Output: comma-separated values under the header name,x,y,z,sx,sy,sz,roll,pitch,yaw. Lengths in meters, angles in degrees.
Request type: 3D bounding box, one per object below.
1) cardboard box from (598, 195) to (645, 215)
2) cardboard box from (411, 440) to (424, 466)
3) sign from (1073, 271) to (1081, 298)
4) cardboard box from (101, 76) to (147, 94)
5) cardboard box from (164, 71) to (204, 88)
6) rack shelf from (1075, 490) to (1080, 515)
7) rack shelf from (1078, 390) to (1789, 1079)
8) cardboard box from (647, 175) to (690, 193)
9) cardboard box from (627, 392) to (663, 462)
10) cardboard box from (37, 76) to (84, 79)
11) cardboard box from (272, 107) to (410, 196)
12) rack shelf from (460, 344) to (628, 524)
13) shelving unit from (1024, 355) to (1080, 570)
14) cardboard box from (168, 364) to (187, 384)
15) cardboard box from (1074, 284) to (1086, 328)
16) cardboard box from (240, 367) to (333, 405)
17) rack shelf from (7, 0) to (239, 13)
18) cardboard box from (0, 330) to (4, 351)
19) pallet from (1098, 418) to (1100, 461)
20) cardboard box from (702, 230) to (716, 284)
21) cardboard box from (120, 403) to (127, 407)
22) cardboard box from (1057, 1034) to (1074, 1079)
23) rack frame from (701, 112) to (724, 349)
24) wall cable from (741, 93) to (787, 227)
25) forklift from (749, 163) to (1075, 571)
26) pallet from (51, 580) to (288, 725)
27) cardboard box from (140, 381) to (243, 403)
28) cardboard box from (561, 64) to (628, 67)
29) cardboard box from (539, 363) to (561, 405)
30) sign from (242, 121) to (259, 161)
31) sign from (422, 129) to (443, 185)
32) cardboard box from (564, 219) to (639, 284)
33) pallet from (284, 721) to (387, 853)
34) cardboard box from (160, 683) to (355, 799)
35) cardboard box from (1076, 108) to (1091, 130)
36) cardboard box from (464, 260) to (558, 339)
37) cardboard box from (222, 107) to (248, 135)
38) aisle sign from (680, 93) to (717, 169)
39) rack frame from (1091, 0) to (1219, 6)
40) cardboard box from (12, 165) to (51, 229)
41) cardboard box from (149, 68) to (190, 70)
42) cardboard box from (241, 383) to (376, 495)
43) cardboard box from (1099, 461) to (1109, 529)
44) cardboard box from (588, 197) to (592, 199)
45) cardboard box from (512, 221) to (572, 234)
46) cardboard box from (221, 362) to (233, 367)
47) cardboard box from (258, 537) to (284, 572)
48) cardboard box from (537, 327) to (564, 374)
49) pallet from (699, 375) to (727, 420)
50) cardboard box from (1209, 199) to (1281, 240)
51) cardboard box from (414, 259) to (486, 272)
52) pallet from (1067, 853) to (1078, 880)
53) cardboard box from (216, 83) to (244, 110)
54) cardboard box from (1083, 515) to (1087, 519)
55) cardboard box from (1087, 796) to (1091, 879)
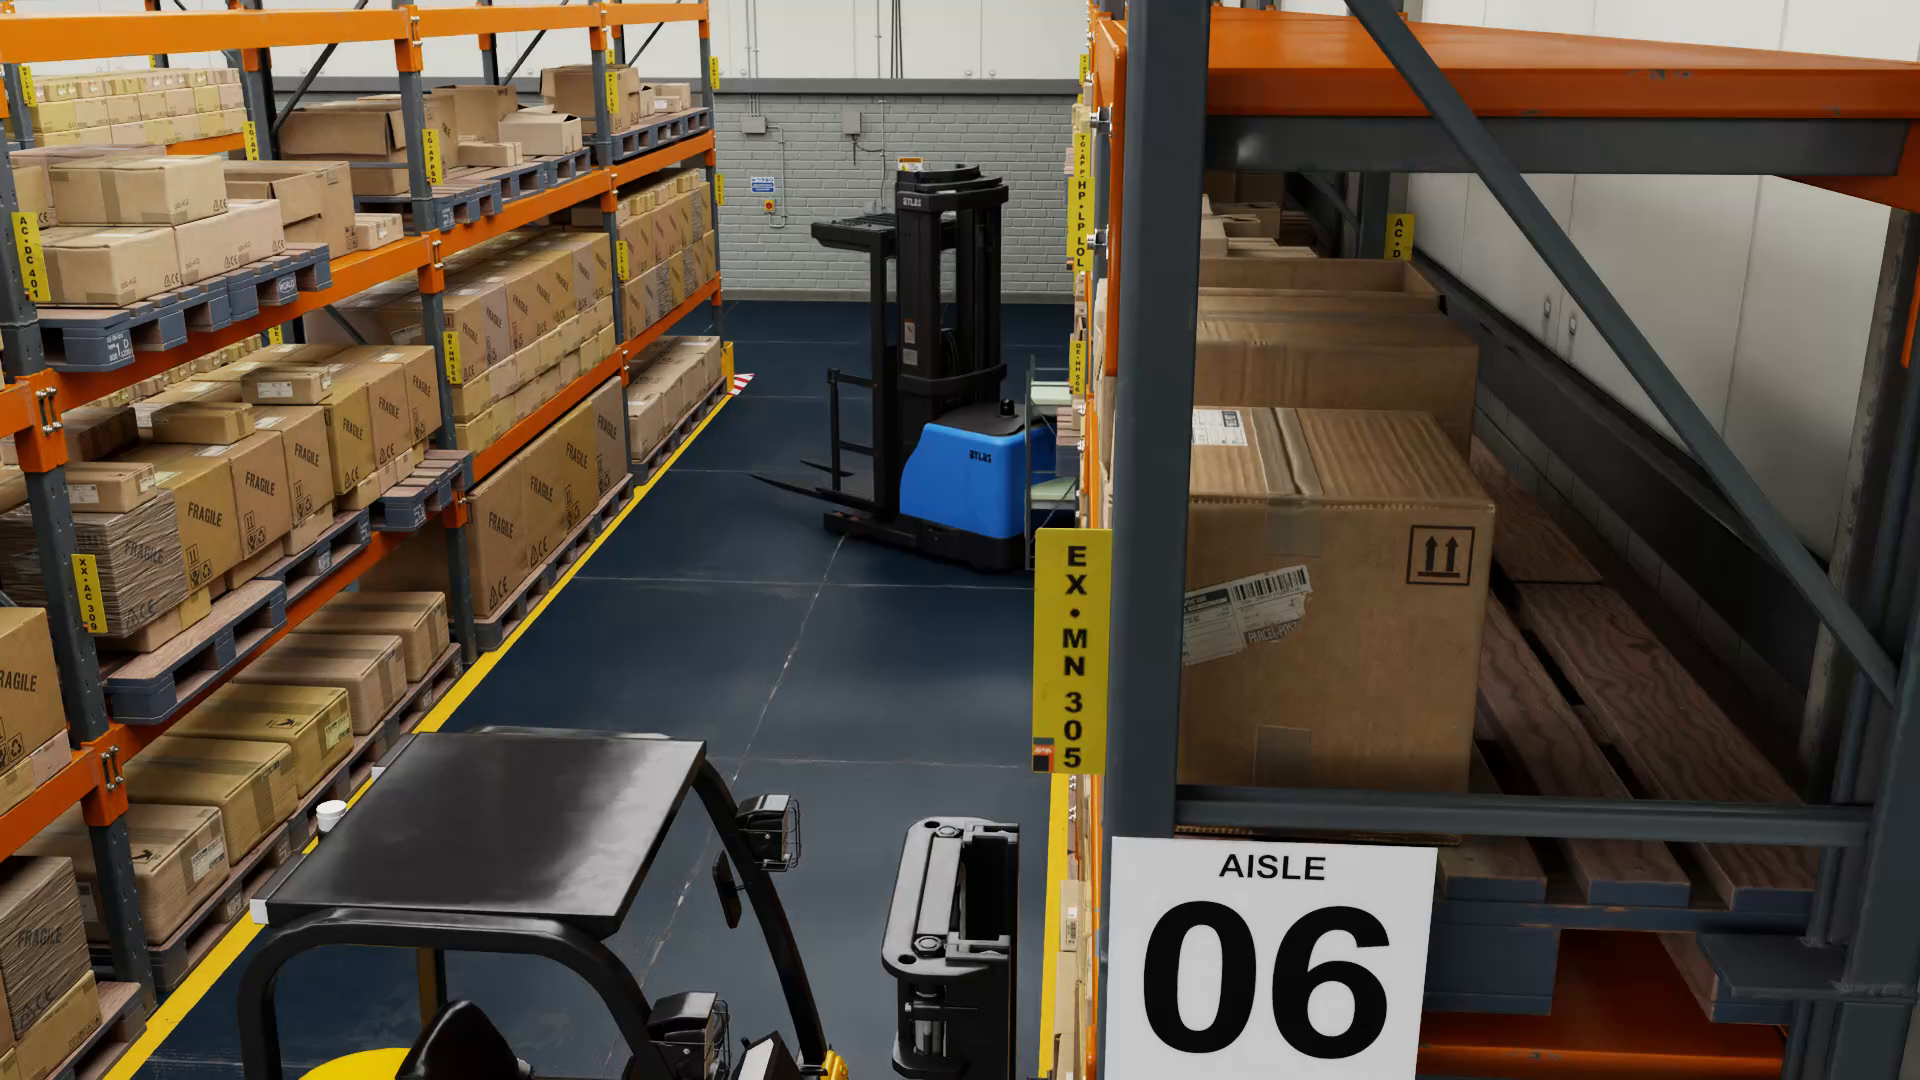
name,x,y,z,sx,sy,sz,roll,pitch,yaw
cardboard box,-3.070,-3.029,15.043,0.380,0.149,0.250,1,18,4
cardboard box,-3.432,-0.516,9.910,0.380,0.149,0.250,2,18,5
sign,1.000,-2.182,13.874,0.100,0.325,0.005,1,18,4
cardboard box,-7.944,-4.304,15.722,0.380,0.149,0.250,1,18,2
cardboard box,-7.842,-4.624,16.699,0.380,0.149,0.250,2,18,5
rack shelf,1.398,-0.798,12.195,1.077,0.370,4.000,1,18,4
rack shelf,0.825,0.262,4.145,1.077,0.370,4.000,1,18,4
cardboard box,-2.936,-3.589,16.750,0.380,0.149,0.250,2,18,5
cardboard box,-3.257,-1.045,15.235,0.875,0.438,0.875,1,18,3
cardboard box,-8.539,-4.315,15.755,0.380,0.149,0.250,1,18,3
cardboard box,-3.820,-2.422,10.341,0.797,0.503,0.637,0,18,1
rack shelf,-3.553,-0.907,12.530,1.077,0.370,4.000,1,18,4
shelving unit,0.715,-0.595,12.601,0.431,1.500,0.755,1,16,5
cardboard box,-7.985,-1.664,16.632,0.380,0.149,0.250,1,18,4
cardboard box,1.247,-1.702,12.964,0.700,0.500,0.500,1,18,5
cardboard box,-3.532,-0.810,8.724,0.380,0.149,0.250,0,18,1
rack shelf,-8.210,-5.078,15.629,1.077,0.370,4.000,1,18,4
cardboard box,-3.746,-0.737,5.802,0.500,0.250,0.500,1,18,3
pallet,0.933,-0.394,5.132,1.003,0.211,1.213,1,18,4
cardboard box,-2.893,-3.004,17.614,0.500,0.500,0.500,1,18,4
cardboard box,-8.099,-1.198,15.688,0.380,0.149,0.250,1,18,4
cardboard box,0.550,1.813,5.209,0.500,0.250,0.500,2,18,6
rack frame,-3.123,-3.112,18.105,1.000,3.000,0.127,1,18,4
wall cable,-2.742,-5.362,23.288,0.585,1.953,0.123,1,18,4
forklift,-0.479,-1.523,13.363,3.031,2.935,1.130,15,23,39
pallet,-3.783,0.471,7.475,1.003,0.211,1.213,1,18,4
cardboard box,-4.021,-0.555,8.986,0.500,0.500,0.500,2,18,5
cardboard box,-3.417,-4.210,15.640,0.500,0.500,0.500,2,18,5
cardboard box,-3.316,-1.179,12.445,0.500,0.250,0.500,1,18,4
sign,-4.249,-2.352,10.008,0.100,0.325,0.005,1,18,4
sign,-3.155,-2.286,9.935,0.100,0.325,0.005,1,18,4
cardboard box,-3.134,-2.535,14.577,0.500,0.500,0.500,1,18,4
pallet,-3.844,1.318,9.062,1.003,0.211,1.213,1,18,4
cardboard box,-3.851,1.061,8.912,0.950,0.372,0.625,2,18,6
cardboard box,1.074,-3.210,12.675,0.380,0.149,0.250,1,18,3
cardboard box,-3.299,-1.769,12.240,0.500,0.500,0.500,2,18,5
cardboard box,-7.836,-4.399,17.453,0.500,0.250,0.500,1,18,3
aisle sign,-2.808,-4.363,17.747,0.394,0.787,0.004,1,18,4
rack frame,1.542,-4.611,13.044,1.000,3.000,0.127,1,18,4
cardboard box,-4.068,-1.360,6.702,0.500,0.250,0.500,2,18,5
cardboard box,-8.318,-4.877,17.471,0.380,0.149,0.250,1,18,3
cardboard box,-3.512,-0.551,8.976,0.500,0.500,0.500,0,18,0
cardboard box,0.456,0.015,3.124,0.396,0.266,0.258,1,18,4
cardboard box,-3.550,-3.040,15.074,0.380,0.149,0.250,1,18,3
cardboard box,-3.651,-2.546,14.608,0.500,0.500,0.500,1,18,3
cardboard box,-7.856,-1.846,17.666,0.380,0.149,0.250,1,18,2
cardboard box,-3.578,0.047,8.192,0.380,0.149,0.250,1,18,4
cardboard box,-3.278,-1.418,12.372,0.500,0.250,0.500,2,18,5
pallet,-3.102,-1.537,17.776,1.003,0.211,1.213,1,18,4
cardboard box,1.353,-1.564,8.103,0.380,0.166,0.250,1,18,4
cardboard box,-3.806,-1.788,12.295,0.500,0.500,0.500,1,18,3
pallet,0.982,1.819,7.531,1.003,0.211,1.213,1,18,4
cardboard box,-7.846,-4.635,17.371,0.500,0.250,0.500,1,18,2
cardboard box,0.821,0.081,7.797,0.500,0.250,0.500,2,18,5
cardboard box,0.563,0.858,4.784,0.380,0.149,0.250,1,18,2
